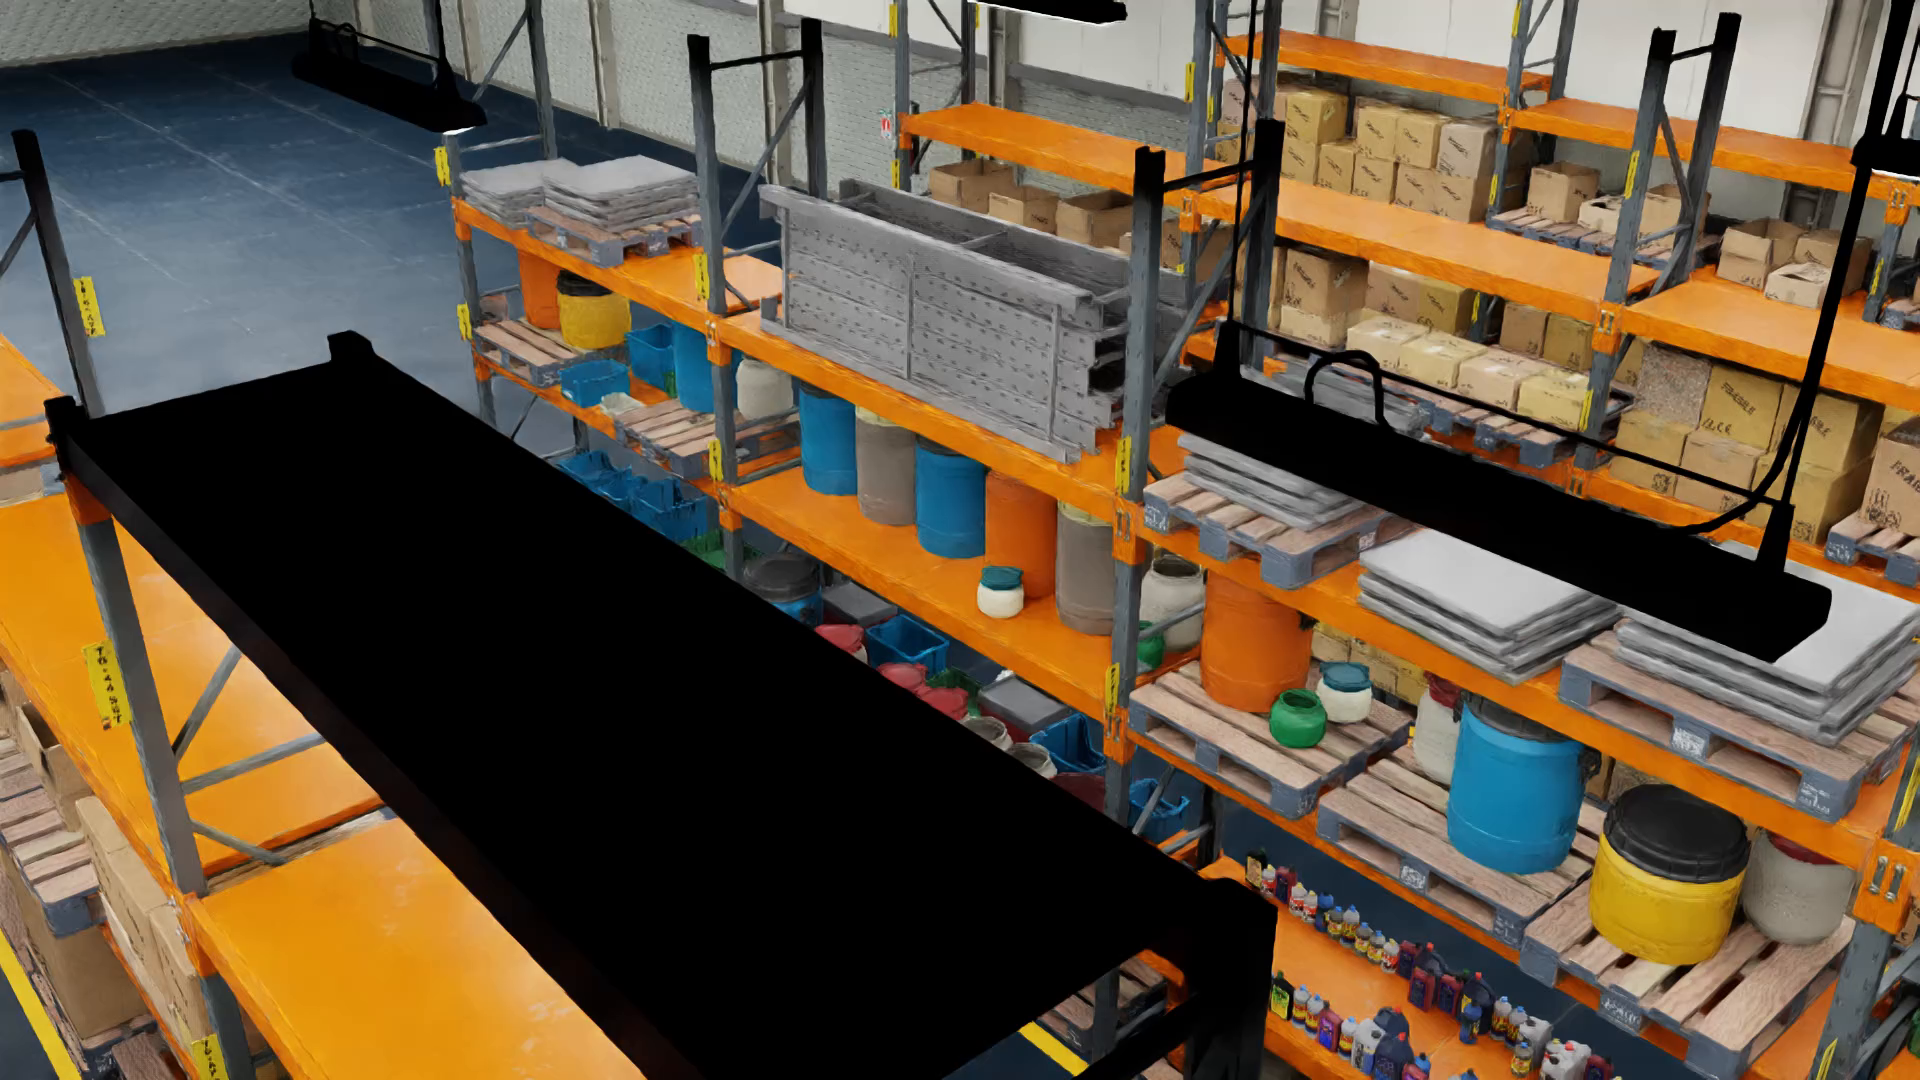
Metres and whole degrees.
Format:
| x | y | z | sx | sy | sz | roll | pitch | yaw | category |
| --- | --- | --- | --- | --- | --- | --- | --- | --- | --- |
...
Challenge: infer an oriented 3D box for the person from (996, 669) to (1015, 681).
| x | y | z | sx | sy | sz | roll | pitch | yaw | category |
| --- | --- | --- | --- | --- | --- | --- | --- | --- | --- |
| 0.498 | 1.491 | 12.854 | 0.519 | 1.611 | 0.937 | -10 | 29 | -18 | person |
